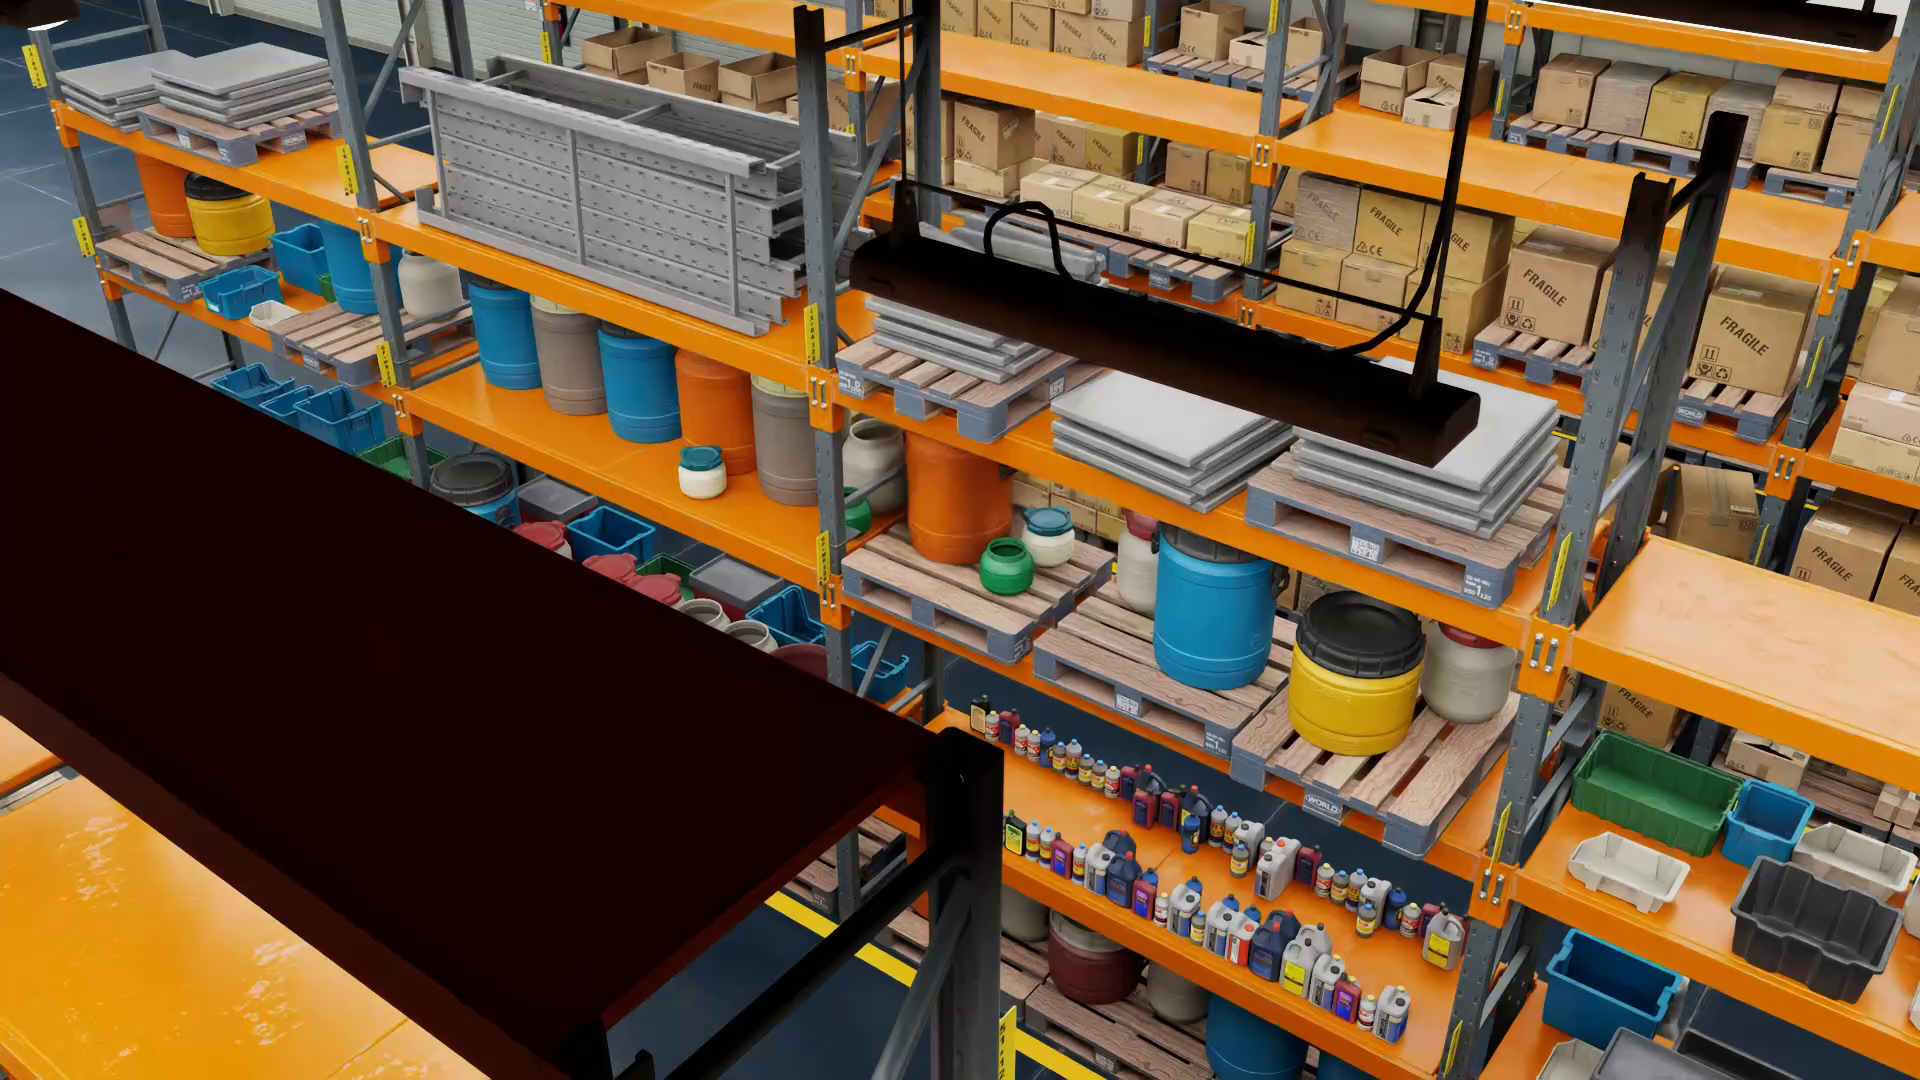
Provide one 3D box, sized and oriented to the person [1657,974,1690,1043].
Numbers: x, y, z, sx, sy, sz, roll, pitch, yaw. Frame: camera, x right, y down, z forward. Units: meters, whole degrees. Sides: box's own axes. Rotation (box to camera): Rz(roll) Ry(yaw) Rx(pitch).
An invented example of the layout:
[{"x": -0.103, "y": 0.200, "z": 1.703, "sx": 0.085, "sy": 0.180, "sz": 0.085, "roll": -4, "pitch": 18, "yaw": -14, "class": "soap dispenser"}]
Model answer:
[{"x": 3.982, "y": 2.539, "z": 9.533, "sx": 0.462, "sy": 1.637, "sz": 0.845, "roll": -6, "pitch": 32, "yaw": -9, "class": "person"}]
